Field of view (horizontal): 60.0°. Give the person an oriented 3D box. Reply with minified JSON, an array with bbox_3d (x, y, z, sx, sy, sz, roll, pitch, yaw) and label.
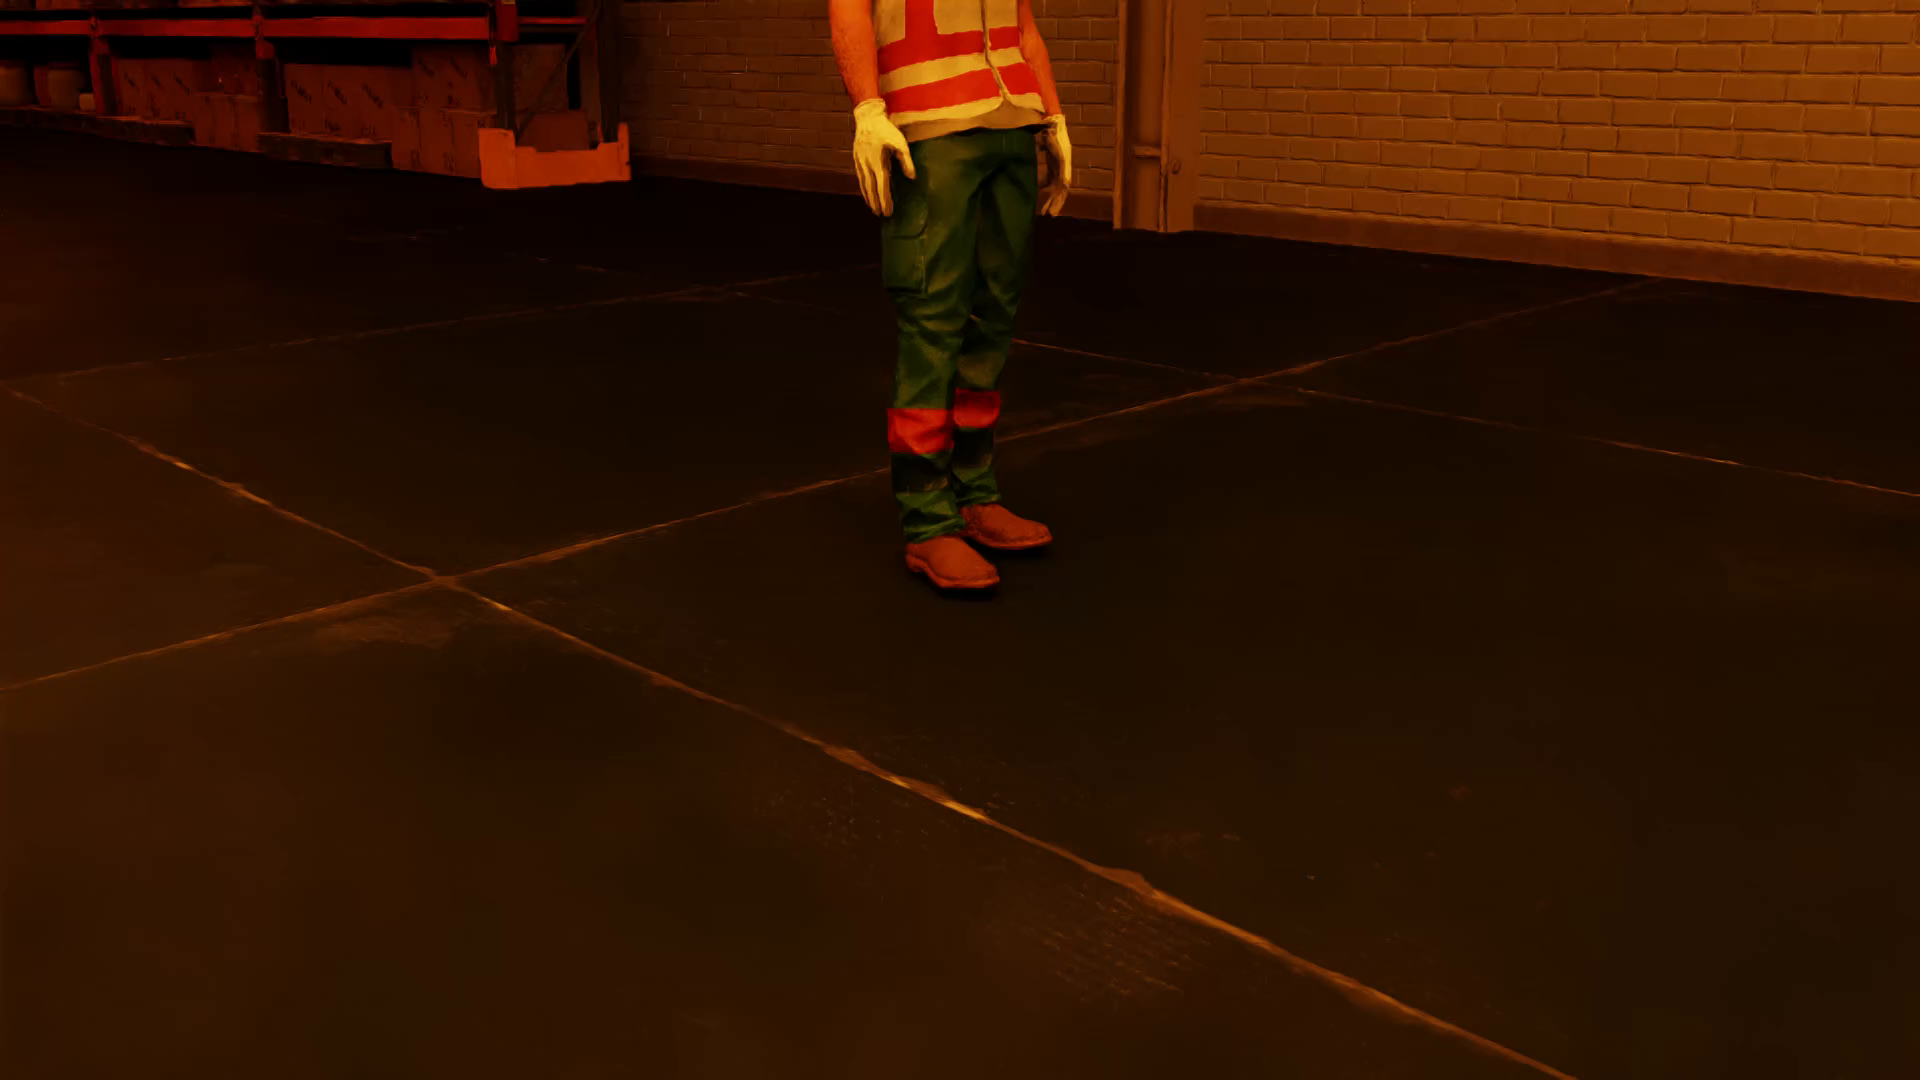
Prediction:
[{"bbox_3d":[0.049,-0.842,3.568,0.563,1.787,0.637,16,23,42],"label":"person"}]
